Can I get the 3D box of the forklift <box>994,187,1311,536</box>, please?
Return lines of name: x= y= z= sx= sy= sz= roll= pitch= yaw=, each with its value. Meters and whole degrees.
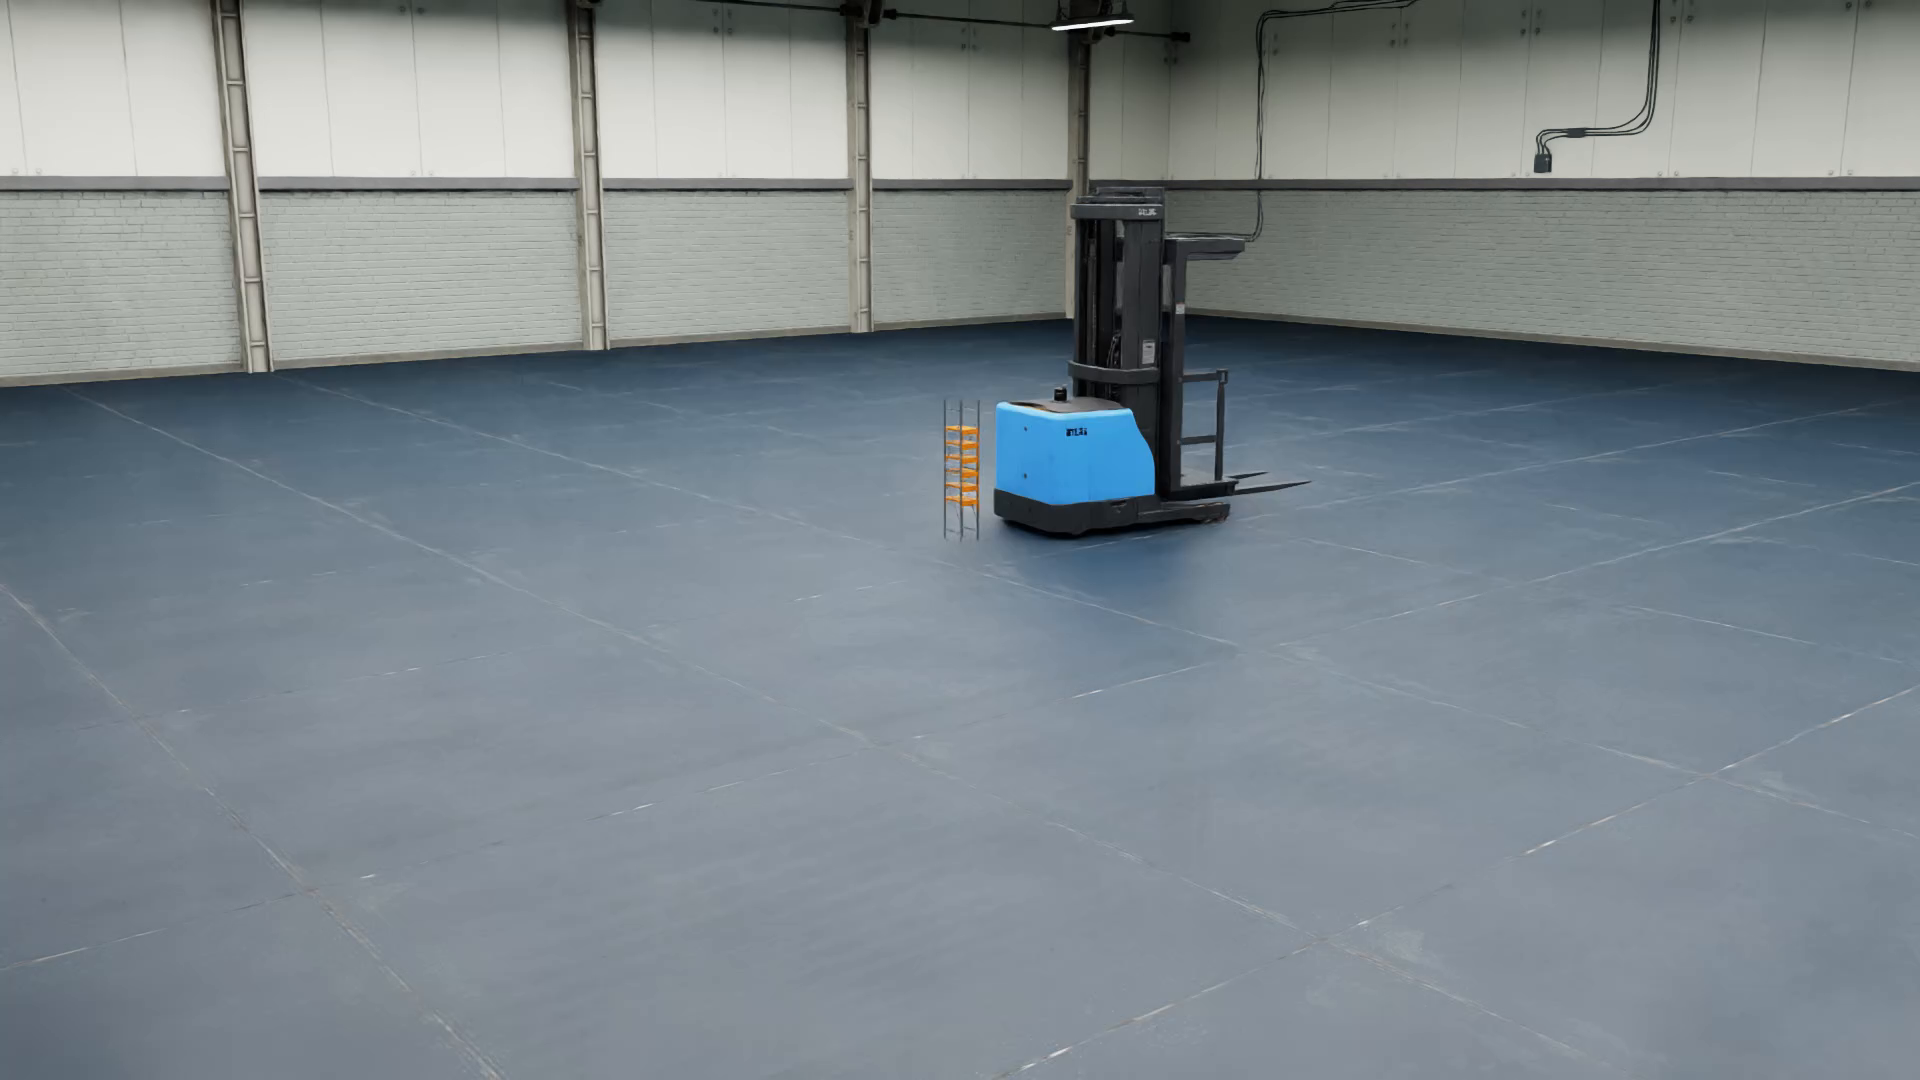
forklift: x=1.834 y=-1.669 z=14.932 sx=3.031 sy=2.935 sz=1.130 roll=-7 pitch=14 yaw=-30

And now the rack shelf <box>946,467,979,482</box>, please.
rack shelf: x=0.011 y=-0.545 z=14.022 sx=0.180 sy=0.103 sz=0.258 roll=-9 pitch=15 yaw=-38

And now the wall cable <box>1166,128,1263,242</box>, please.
wall cable: x=5.782 y=-8.126 z=38.208 sx=0.112 sy=2.526 sz=3.097 roll=-9 pitch=15 yaw=-38

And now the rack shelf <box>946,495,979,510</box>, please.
rack shelf: x=0.011 y=-0.311 z=14.072 sx=0.180 sy=0.103 sz=0.258 roll=-9 pitch=15 yaw=-38

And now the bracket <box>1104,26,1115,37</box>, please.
bracket: x=3.202 y=-11.234 z=36.704 sx=0.430 sy=0.232 sz=0.235 roll=-9 pitch=15 yaw=-38

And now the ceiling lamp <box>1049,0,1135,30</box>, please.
ceiling lamp: x=2.605 y=-11.061 z=30.500 sx=0.800 sy=3.185 sz=2.000 roll=-9 pitch=15 yaw=-38

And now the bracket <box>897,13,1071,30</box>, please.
bracket: x=0.542 y=-10.792 z=34.623 sx=4.783 sy=0.066 sz=0.076 roll=-9 pitch=15 yaw=-38

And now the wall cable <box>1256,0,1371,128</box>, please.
wall cable: x=7.472 y=-10.158 z=35.618 sx=0.112 sy=2.526 sz=3.097 roll=-9 pitch=15 yaw=-38

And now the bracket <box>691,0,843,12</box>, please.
bracket: x=-4.144 y=-10.014 z=30.956 sx=4.783 sy=0.066 sz=0.076 roll=-9 pitch=15 yaw=-38

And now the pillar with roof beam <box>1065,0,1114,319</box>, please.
pillar with roof beam: x=5.345 y=-8.779 z=33.807 sx=0.548 sy=9.000 sz=9.100 roll=-9 pitch=15 yaw=-38

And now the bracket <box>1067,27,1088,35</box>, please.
bracket: x=2.553 y=-11.127 z=36.197 sx=0.430 sy=0.232 sz=0.235 roll=-9 pitch=15 yaw=-38

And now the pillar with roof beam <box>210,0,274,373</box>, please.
pillar with roof beam: x=-8.710 y=-6.443 z=22.808 sx=0.400 sy=9.000 sz=9.100 roll=-9 pitch=15 yaw=-38

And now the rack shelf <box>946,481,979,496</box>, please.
rack shelf: x=0.011 y=-0.428 z=14.047 sx=0.180 sy=0.103 sz=0.258 roll=-9 pitch=15 yaw=-38

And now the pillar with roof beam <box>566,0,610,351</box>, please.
pillar with roof beam: x=-4.025 y=-7.222 z=26.474 sx=0.548 sy=9.000 sz=9.100 roll=-9 pitch=15 yaw=-38

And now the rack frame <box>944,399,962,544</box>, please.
rack frame: x=-0.060 y=-0.577 z=13.957 sx=0.006 sy=1.200 sz=0.240 roll=-9 pitch=15 yaw=-38

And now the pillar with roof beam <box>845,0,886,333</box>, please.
pillar with roof beam: x=0.660 y=-8.000 z=30.141 sx=0.548 sy=9.000 sz=9.100 roll=-9 pitch=15 yaw=-38

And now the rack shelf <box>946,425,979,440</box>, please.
rack shelf: x=0.011 y=-0.897 z=13.947 sx=0.180 sy=0.103 sz=0.258 roll=-9 pitch=15 yaw=-38

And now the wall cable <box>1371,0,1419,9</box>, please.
wall cable: x=9.405 y=-11.881 z=32.781 sx=0.112 sy=2.526 sz=3.097 roll=-9 pitch=15 yaw=-38

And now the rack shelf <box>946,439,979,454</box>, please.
rack shelf: x=0.011 y=-0.780 z=13.972 sx=0.180 sy=0.103 sz=0.258 roll=-9 pitch=15 yaw=-38

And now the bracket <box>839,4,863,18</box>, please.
bracket: x=-2.132 y=-10.348 z=32.531 sx=0.430 sy=0.232 sz=0.235 roll=-9 pitch=15 yaw=-38

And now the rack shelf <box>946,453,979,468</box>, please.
rack shelf: x=0.011 y=-0.663 z=13.997 sx=0.180 sy=0.103 sz=0.258 roll=-9 pitch=15 yaw=-38

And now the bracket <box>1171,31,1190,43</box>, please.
bracket: x=5.052 y=-11.542 z=38.153 sx=0.430 sy=0.232 sz=0.235 roll=-9 pitch=15 yaw=-38

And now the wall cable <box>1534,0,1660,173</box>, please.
wall cable: x=11.700 y=-9.767 z=30.272 sx=0.169 sy=6.003 sz=2.305 roll=-9 pitch=15 yaw=-38

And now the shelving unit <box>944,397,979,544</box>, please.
shelving unit: x=0.011 y=-0.589 z=14.013 sx=0.189 sy=1.200 sz=0.258 roll=-9 pitch=15 yaw=-38

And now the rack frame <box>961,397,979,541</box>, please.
rack frame: x=0.083 y=-0.601 z=14.069 sx=0.006 sy=1.200 sz=0.240 roll=-9 pitch=15 yaw=-38

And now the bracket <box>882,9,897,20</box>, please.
bracket: x=-1.484 y=-10.456 z=33.038 sx=0.430 sy=0.232 sz=0.235 roll=-9 pitch=15 yaw=-38

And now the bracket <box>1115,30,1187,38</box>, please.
bracket: x=4.591 y=-11.465 z=37.792 sx=3.189 sy=0.066 sz=0.076 roll=-9 pitch=15 yaw=-38
